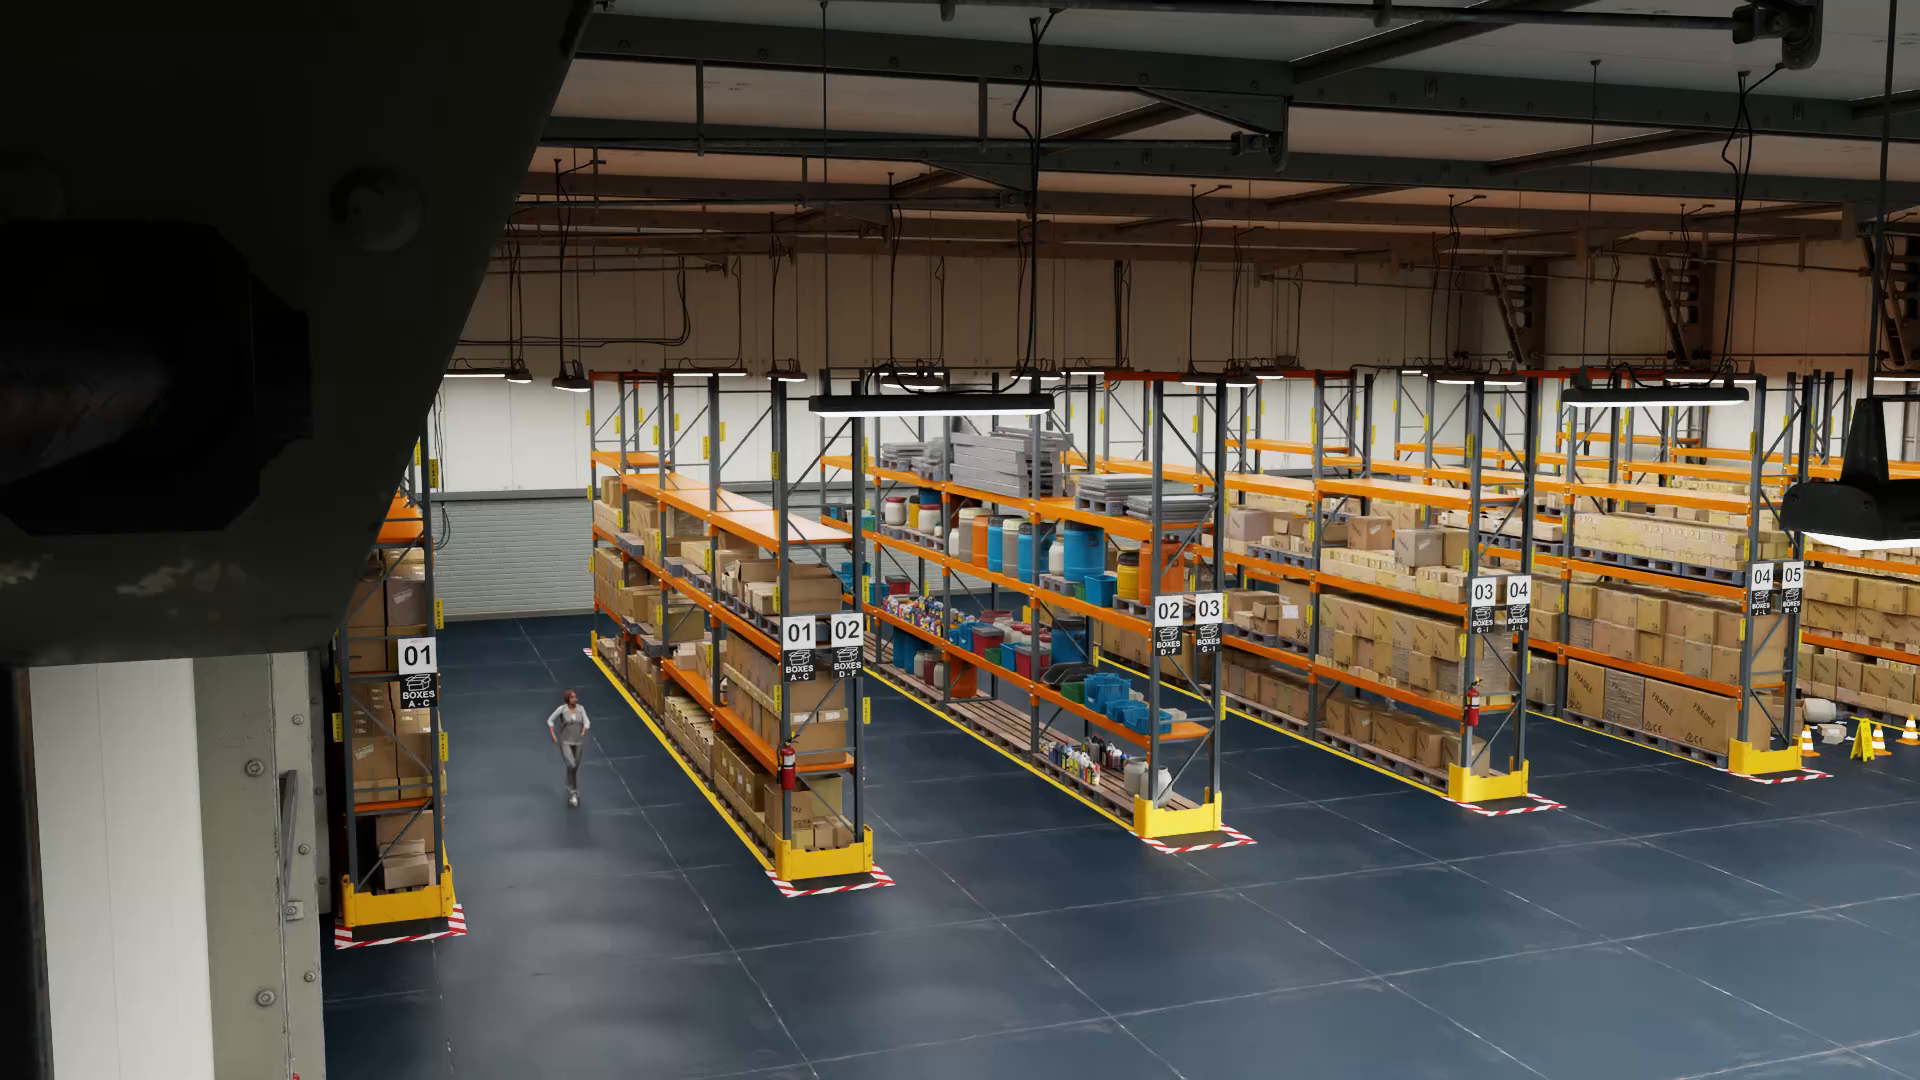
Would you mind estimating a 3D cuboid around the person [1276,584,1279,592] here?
[{"bbox_3d":[8.276,0.796,42.095,0.782,1.682,0.674,-2,7,-21],"label":"person"}]

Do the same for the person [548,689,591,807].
[{"bbox_3d":[-5.518,2.916,23.588,0.547,1.639,0.704,-4,8,-34],"label":"person"}]

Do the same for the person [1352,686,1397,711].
[{"bbox_3d":[7.523,2.172,29.949,0.728,1.730,1.054,-5,8,-38],"label":"person"}]
